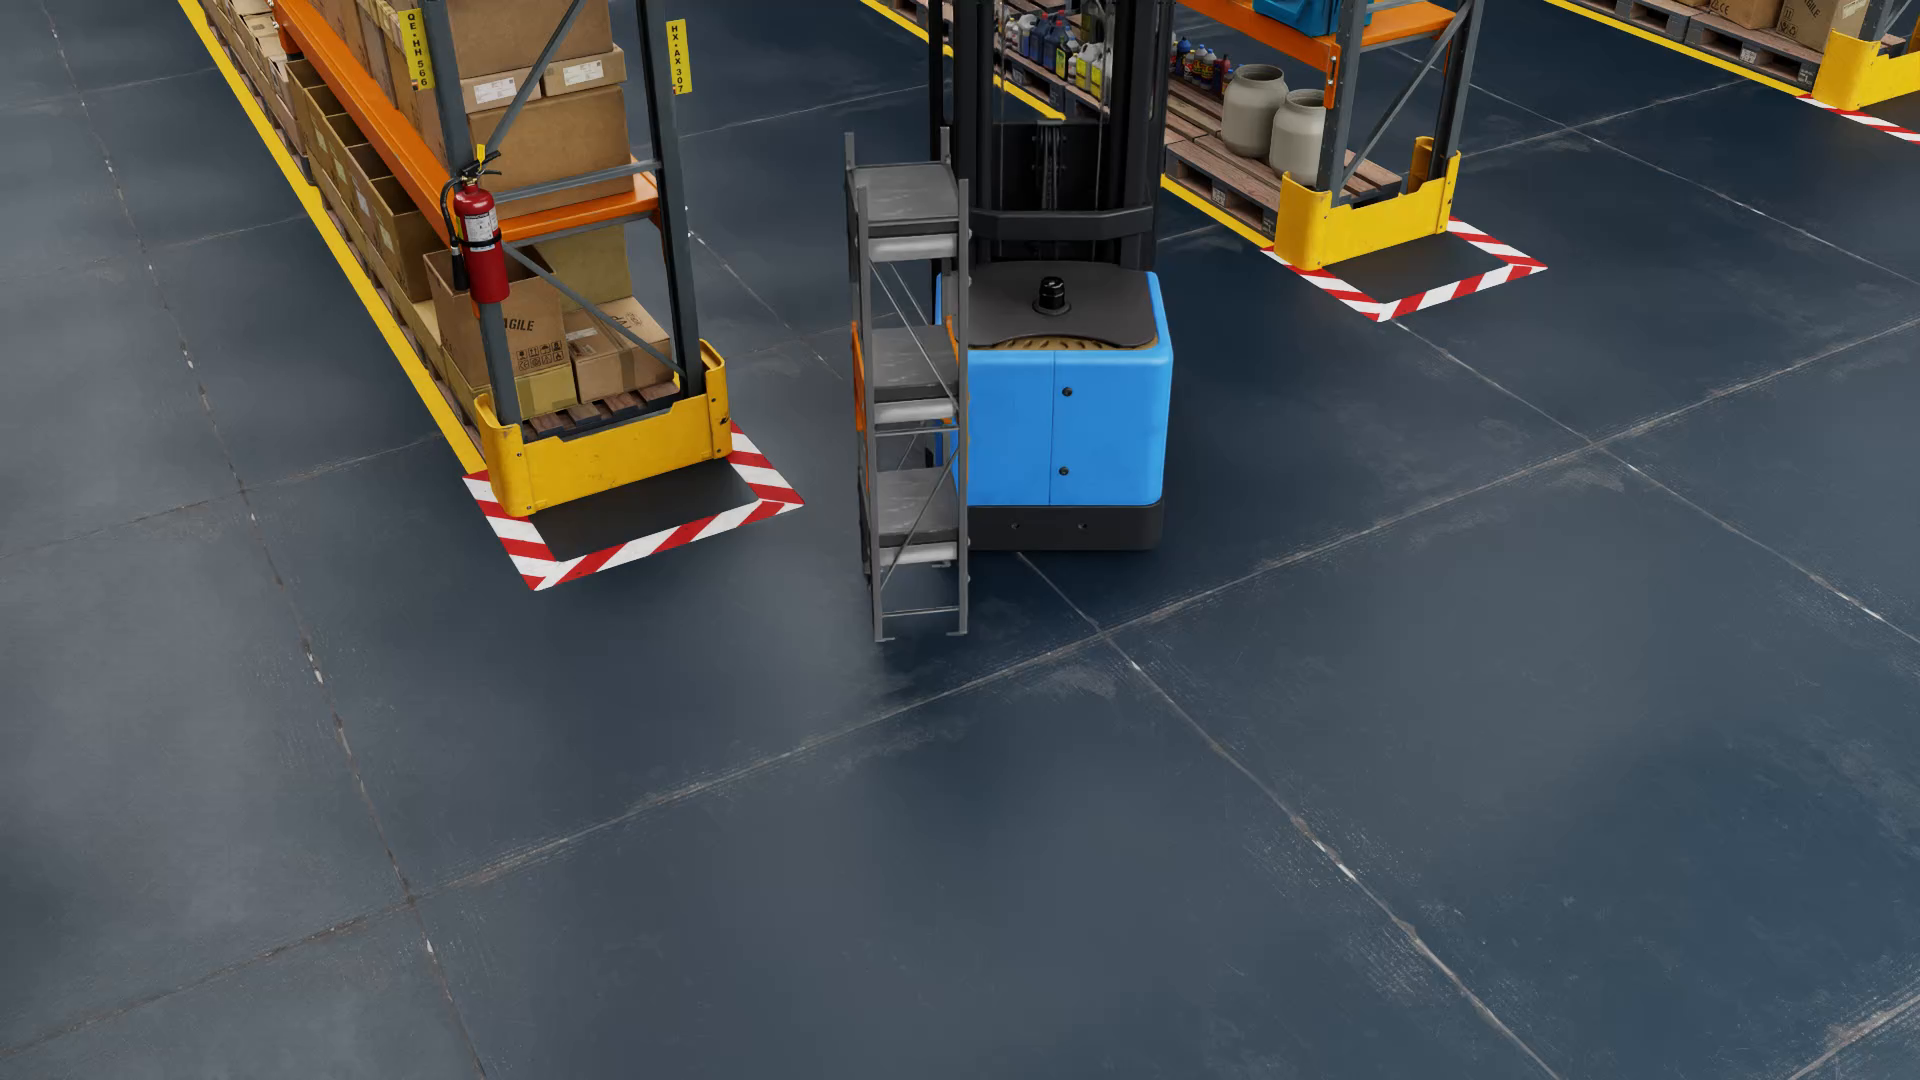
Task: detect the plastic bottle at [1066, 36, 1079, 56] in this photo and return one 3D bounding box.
[{"bbox_3d":[-5.758,-6.495,11.402,10.038,5.742,9.096,0,36,0],"label":"plastic bottle"}]

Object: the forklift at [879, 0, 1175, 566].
[{"bbox_3d":[0.284,-1.813,7.747,1.366,2.935,3.569,0,36,0],"label":"forklift"}]

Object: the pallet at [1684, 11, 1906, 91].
[{"bbox_3d":[6.428,-3.849,12.840,1.003,0.211,1.213,-19,40,-24],"label":"pallet"}]

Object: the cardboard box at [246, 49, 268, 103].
[{"bbox_3d":[-4.702,-3.322,11.730,0.500,0.250,0.500,-18,40,-23],"label":"cardboard box"}]

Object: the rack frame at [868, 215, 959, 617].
[{"bbox_3d":[-0.167,-0.426,6.553,0.380,1.831,0.006,-5,36,-7],"label":"rack frame"}]

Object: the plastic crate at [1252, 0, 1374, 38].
[{"bbox_3d":[2.051,-3.150,9.646,0.499,0.251,0.616,-19,40,-24],"label":"plastic crate"}]

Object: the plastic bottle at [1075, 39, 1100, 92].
[{"bbox_3d":[0.907,-3.344,11.658,0.144,0.351,0.185,-19,40,-24],"label":"plastic bottle"}]

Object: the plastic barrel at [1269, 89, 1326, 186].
[{"bbox_3d":[2.165,-2.521,10.412,0.421,0.512,0.421,0,36,0],"label":"plastic barrel"}]

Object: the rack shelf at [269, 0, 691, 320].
[{"bbox_3d":[-2.728,-2.307,8.976,1.077,0.370,4.000,-19,40,-24],"label":"rack shelf"}]

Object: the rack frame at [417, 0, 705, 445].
[{"bbox_3d":[-1.723,-1.578,7.367,1.000,3.000,0.127,-19,40,-24],"label":"rack frame"}]

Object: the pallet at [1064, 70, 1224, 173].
[{"bbox_3d":[1.470,-2.980,11.651,1.003,0.211,1.213,-19,40,-24],"label":"pallet"}]

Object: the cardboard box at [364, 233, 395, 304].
[{"bbox_3d":[-3.012,-1.584,9.351,0.500,0.250,0.500,-19,40,-24],"label":"cardboard box"}]

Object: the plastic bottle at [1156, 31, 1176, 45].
[{"bbox_3d":[1.461,-3.572,12.033,0.152,0.276,0.135,-18,40,-23],"label":"plastic bottle"}]

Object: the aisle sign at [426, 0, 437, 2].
[{"bbox_3d":[-1.944,-2.507,6.435,0.394,0.787,0.004,-19,40,-24],"label":"aisle sign"}]

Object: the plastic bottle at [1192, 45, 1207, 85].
[{"bbox_3d":[1.697,-3.362,11.750,0.097,0.271,0.097,0,36,0],"label":"plastic bottle"}]

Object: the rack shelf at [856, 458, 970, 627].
[{"bbox_3d":[-0.204,0.008,7.169,0.431,0.518,0.480,-5,36,-7],"label":"rack shelf"}]

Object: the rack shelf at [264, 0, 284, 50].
[{"bbox_3d":[-4.738,-4.347,11.768,1.077,0.370,4.000,-19,40,-24],"label":"rack shelf"}]

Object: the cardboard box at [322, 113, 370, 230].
[{"bbox_3d":[-3.268,-2.140,9.477,0.500,0.500,0.500,-19,40,-24],"label":"cardboard box"}]

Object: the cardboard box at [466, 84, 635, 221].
[{"bbox_3d":[-1.947,-1.860,7.669,0.700,0.500,0.500,-19,40,-24],"label":"cardboard box"}]

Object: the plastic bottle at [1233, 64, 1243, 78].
[{"bbox_3d":[1.920,-3.136,11.441,0.097,0.271,0.097,0,36,0],"label":"plastic bottle"}]

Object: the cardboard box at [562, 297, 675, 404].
[{"bbox_3d":[-1.800,-0.976,8.519,0.500,0.250,0.500,-19,40,-24],"label":"cardboard box"}]

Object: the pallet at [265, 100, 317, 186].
[{"bbox_3d":[-4.137,-2.856,11.481,1.003,0.211,1.213,-19,40,-24],"label":"pallet"}]

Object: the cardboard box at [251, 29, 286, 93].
[{"bbox_3d":[-4.451,-3.288,11.209,0.500,0.311,0.500,-18,40,-23],"label":"cardboard box"}]

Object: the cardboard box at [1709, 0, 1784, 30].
[{"bbox_3d":[6.215,-4.289,12.843,0.500,0.500,0.500,-9,37,-12],"label":"cardboard box"}]

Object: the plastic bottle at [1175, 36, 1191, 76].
[{"bbox_3d":[1.596,-3.466,11.892,0.097,0.271,0.097,0,36,0],"label":"plastic bottle"}]

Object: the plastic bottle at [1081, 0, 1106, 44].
[{"bbox_3d":[1.000,-3.906,12.427,0.144,0.351,0.185,-19,40,-24],"label":"plastic bottle"}]

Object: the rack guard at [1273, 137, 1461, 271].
[{"bbox_3d":[2.483,-2.059,10.145,1.175,0.500,0.348,-19,40,-24],"label":"rack guard"}]

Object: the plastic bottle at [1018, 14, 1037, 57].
[{"bbox_3d":[0.519,-3.712,12.225,0.152,0.276,0.135,-17,40,-22],"label":"plastic bottle"}]

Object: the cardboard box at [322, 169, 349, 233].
[{"bbox_3d":[-3.515,-2.094,10.049,0.500,0.250,0.500,-19,40,-24],"label":"cardboard box"}]

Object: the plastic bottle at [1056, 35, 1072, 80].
[{"bbox_3d":[0.740,-3.437,11.842,0.061,0.283,0.133,-17,39,-22],"label":"plastic bottle"}]

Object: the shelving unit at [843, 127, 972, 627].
[{"bbox_3d":[-0.205,-0.570,6.749,0.431,2.100,0.499,-5,36,-7],"label":"shelving unit"}]

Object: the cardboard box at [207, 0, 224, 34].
[{"bbox_3d":[-5.480,-4.106,12.804,0.500,0.250,0.500,-20,41,-25],"label":"cardboard box"}]

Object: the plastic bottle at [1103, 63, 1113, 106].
[{"bbox_3d":[1.087,-3.135,11.436,0.152,0.276,0.135,-20,41,-25],"label":"plastic bottle"}]

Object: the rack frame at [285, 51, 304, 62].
[{"bbox_3d":[-3.733,-3.618,10.160,1.000,3.000,0.127,-19,40,-24],"label":"rack frame"}]

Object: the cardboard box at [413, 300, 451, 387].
[{"bbox_3d":[-2.510,-1.074,8.653,0.500,0.250,0.500,-19,40,-24],"label":"cardboard box"}]

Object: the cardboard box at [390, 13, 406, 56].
[{"bbox_3d":[-2.466,-2.411,7.873,0.380,0.149,0.250,-18,40,-23],"label":"cardboard box"}]

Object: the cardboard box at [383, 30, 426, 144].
[{"bbox_3d":[-2.459,-2.381,8.382,0.700,0.500,0.500,-19,40,-24],"label":"cardboard box"}]

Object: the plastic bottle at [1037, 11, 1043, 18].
[{"bbox_3d":[0.611,-3.747,12.267,0.061,0.283,0.133,-19,40,-24],"label":"plastic bottle"}]

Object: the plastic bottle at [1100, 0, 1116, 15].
[{"bbox_3d":[1.125,-3.948,12.486,0.144,0.351,0.185,-20,41,-25],"label":"plastic bottle"}]

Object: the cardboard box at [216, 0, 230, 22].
[{"bbox_3d":[-5.208,-4.063,12.269,0.500,0.311,0.500,-20,41,-25],"label":"cardboard box"}]

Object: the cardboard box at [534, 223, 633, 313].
[{"bbox_3d":[-2.053,-1.534,8.646,0.500,0.500,0.500,-19,40,-24],"label":"cardboard box"}]

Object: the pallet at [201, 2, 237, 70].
[{"bbox_3d":[-5.363,-4.100,13.185,1.003,0.211,1.213,-19,40,-24],"label":"pallet"}]

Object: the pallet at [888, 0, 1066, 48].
[{"bbox_3d":[0.124,-4.346,13.522,1.003,0.211,1.213,-19,40,-24],"label":"pallet"}]

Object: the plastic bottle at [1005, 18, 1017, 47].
[{"bbox_3d":[0.384,-3.787,12.391,0.097,0.201,0.097,0,36,0],"label":"plastic bottle"}]

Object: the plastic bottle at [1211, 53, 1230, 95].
[{"bbox_3d":[1.822,-3.262,11.603,0.061,0.283,0.133,-18,40,-23],"label":"plastic bottle"}]

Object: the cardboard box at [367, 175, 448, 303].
[{"bbox_3d":[-2.765,-1.631,8.779,0.500,0.500,0.500,-19,40,-24],"label":"cardboard box"}]

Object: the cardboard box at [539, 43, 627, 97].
[{"bbox_3d":[-1.734,-2.144,7.507,0.380,0.149,0.250,-19,40,-24],"label":"cardboard box"}]

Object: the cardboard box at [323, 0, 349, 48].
[{"bbox_3d":[-3.234,-3.166,9.457,0.700,0.500,0.500,-19,40,-24],"label":"cardboard box"}]

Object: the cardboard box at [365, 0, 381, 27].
[{"bbox_3d":[-2.732,-2.678,8.239,0.380,0.149,0.250,-18,40,-23],"label":"cardboard box"}]

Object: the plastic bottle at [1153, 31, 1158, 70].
[{"bbox_3d":[1.370,-3.543,11.987,0.061,0.283,0.133,-19,40,-24],"label":"plastic bottle"}]
